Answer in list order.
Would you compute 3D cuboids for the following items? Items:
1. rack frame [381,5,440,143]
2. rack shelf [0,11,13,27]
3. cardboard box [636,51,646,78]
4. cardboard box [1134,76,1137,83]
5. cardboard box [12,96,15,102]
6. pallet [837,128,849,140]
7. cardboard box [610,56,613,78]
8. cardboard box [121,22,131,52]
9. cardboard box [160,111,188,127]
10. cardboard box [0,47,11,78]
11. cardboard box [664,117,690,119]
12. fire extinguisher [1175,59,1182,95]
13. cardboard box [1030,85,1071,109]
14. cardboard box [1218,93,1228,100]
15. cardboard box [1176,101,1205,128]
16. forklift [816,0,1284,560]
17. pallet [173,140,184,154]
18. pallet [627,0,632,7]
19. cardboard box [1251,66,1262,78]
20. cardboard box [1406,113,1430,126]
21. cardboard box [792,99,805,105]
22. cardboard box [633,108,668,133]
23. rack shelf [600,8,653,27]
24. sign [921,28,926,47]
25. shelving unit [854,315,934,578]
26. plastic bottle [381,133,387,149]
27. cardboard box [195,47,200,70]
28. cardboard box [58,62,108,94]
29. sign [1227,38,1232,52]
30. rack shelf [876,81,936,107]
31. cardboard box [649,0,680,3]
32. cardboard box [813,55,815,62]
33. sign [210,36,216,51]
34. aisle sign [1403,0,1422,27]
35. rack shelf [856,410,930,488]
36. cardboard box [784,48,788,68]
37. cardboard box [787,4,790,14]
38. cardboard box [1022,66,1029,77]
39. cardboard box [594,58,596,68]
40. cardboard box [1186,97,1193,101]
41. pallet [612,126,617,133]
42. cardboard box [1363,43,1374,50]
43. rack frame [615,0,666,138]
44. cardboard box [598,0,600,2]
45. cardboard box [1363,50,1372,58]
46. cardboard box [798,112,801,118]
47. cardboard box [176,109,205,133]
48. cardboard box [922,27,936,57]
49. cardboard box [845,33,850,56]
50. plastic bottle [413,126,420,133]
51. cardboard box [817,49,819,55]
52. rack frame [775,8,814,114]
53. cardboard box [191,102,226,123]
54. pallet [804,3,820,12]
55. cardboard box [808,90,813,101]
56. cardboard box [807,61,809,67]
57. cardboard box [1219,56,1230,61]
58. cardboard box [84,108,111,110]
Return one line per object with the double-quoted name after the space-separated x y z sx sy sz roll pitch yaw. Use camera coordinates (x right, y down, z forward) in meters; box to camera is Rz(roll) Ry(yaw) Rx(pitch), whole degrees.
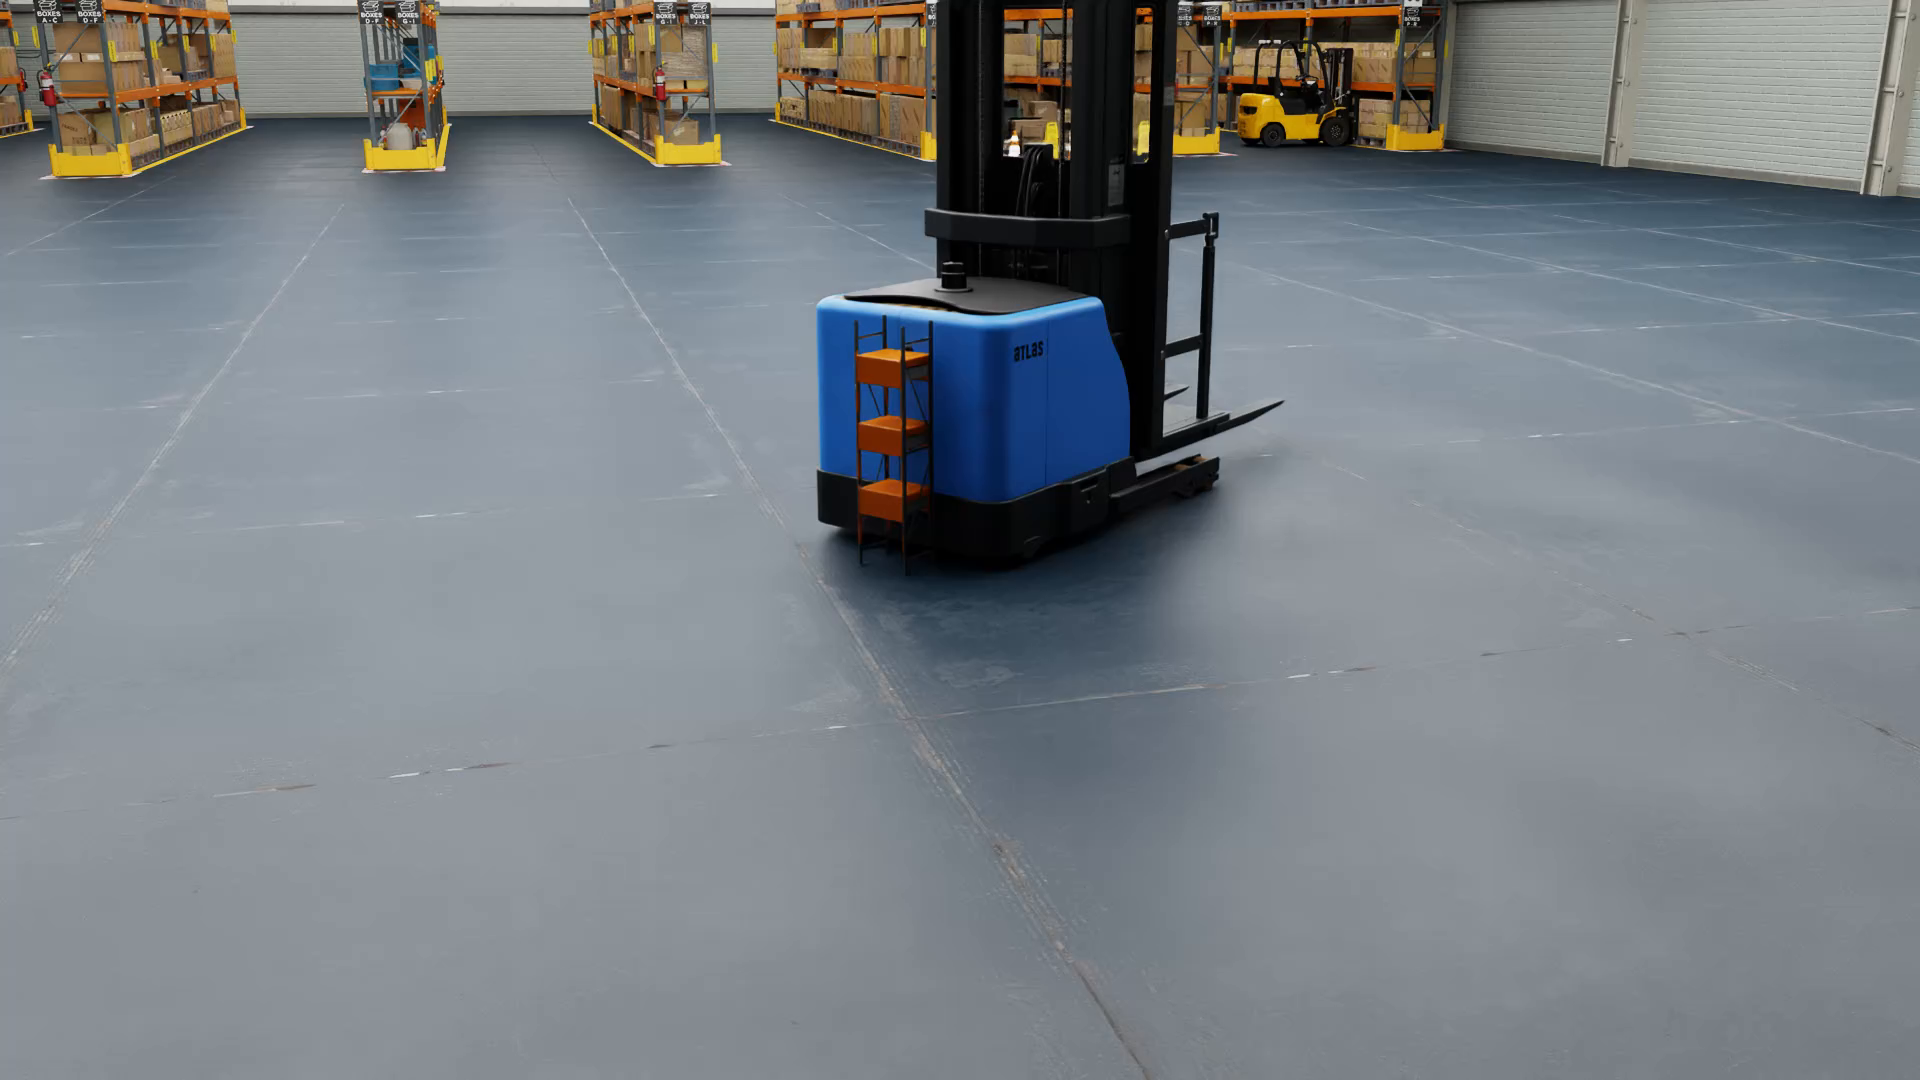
-11.908 -10.143 36.006 1.000 3.000 0.127 -5 17 -15 "rack frame"
-23.083 -12.112 38.595 1.077 0.370 4.000 -5 17 -15 "rack shelf"
-5.879 -9.348 32.668 0.875 0.500 0.500 -5 17 -15 "cardboard box"
3.699 -9.557 34.491 0.380 0.149 0.250 -5 17 -15 "cardboard box"
-23.133 -10.681 40.282 0.380 0.149 0.250 -5 17 -16 "cardboard box"
-2.205 -9.339 38.177 1.003 0.211 1.213 -5 17 -15 "pallet"
-7.936 -11.122 39.091 0.500 0.500 0.500 -4 17 -14 "cardboard box"
-15.167 -8.915 29.488 0.700 0.500 0.500 -5 17 -15 "cardboard box"
-16.142 -8.637 34.065 0.500 0.311 0.500 -5 17 -16 "cardboard box"
-23.272 -11.376 39.588 0.980 0.700 0.700 -5 17 -16 "cardboard box"
-5.564 -7.995 32.470 0.500 0.500 0.500 -6 18 -20 "cardboard box"
4.169 -9.000 32.335 0.296 0.674 0.183 -5 17 -15 "fire extinguisher"
2.273 -10.699 40.821 0.875 0.875 0.875 -5 17 -16 "cardboard box"
6.670 -11.216 42.065 0.380 0.149 0.250 -6 18 -18 "cardboard box"
4.618 -8.600 33.615 0.500 0.500 0.500 -5 18 -17 "cardboard box"
0.641 -1.684 7.962 1.130 2.935 3.031 12 21 35 "forklift"
-16.151 -7.850 33.217 1.003 0.211 1.213 -5 17 -15 "pallet"
-6.114 -10.954 33.818 1.213 0.211 1.003 -5 17 -15 "pallet"
7.323 -11.216 39.839 0.500 0.250 0.500 -5 18 -17 "cardboard box"
9.423 -8.769 34.611 0.500 0.250 0.500 -4 17 -14 "cardboard box"
-4.226 -11.559 43.910 0.380 0.149 0.250 -5 18 -17 "cardboard box"
-6.778 -9.212 36.486 0.700 0.500 0.500 -6 18 -20 "cardboard box"
-7.695 -12.180 38.823 1.077 0.370 4.000 -5 17 -15 "rack shelf"
-0.676 -9.315 30.824 0.100 0.325 0.005 -5 17 -15 "sign"
-0.271 -0.390 6.926 0.252 1.050 0.215 12 21 35 "shelving unit"
-10.679 -7.382 30.782 0.152 0.276 0.135 -5 17 -15 "plastic bottle"
-17.226 -10.624 36.703 0.700 0.500 0.500 -10 19 -29 "cardboard box"
-14.589 -7.718 27.757 0.700 0.500 0.500 -5 17 -15 "cardboard box"
6.635 -12.183 40.921 0.100 0.325 0.005 -5 17 -15 "sign"
-0.700 -8.895 33.100 1.077 0.370 4.000 -5 17 -15 "rack shelf"
-5.324 -9.800 29.910 0.500 0.250 0.500 -4 17 -14 "cardboard box"
-3.351 -11.651 40.215 0.380 0.149 0.250 -5 17 -16 "cardboard box"
-17.238 -11.458 38.372 0.100 0.325 0.005 -5 17 -15 "sign"
9.088 -10.703 33.349 0.394 0.787 0.004 -5 17 -15 "aisle sign"
-0.271 -0.380 6.929 0.240 0.259 0.215 12 21 35 "rack shelf"
-4.396 -12.874 44.405 0.500 0.500 0.500 -4 17 -15 "cardboard box"
-4.244 -13.901 43.563 0.500 0.250 0.500 -5 17 -16 "cardboard box"
1.838 -11.506 40.803 0.500 0.250 0.500 -4 17 -14 "cardboard box"
-9.323 -12.521 43.665 0.500 0.250 0.500 -5 17 -16 "cardboard box"
6.260 -11.386 43.757 0.500 0.500 0.500 -5 17 -17 "cardboard box"
-7.961 -10.098 40.703 1.003 0.211 1.213 -5 17 -15 "pallet"
8.681 -10.356 34.897 0.380 0.149 0.250 -4 17 -14 "cardboard box"
-7.146 -10.535 37.309 1.000 3.000 0.127 -5 17 -15 "rack frame"
-8.923 -14.037 42.677 0.700 0.500 0.500 -6 18 -19 "cardboard box"
8.701 -10.216 34.946 0.380 0.149 0.250 -5 18 -17 "cardboard box"
-4.009 -11.069 43.314 0.380 0.149 0.250 -5 18 -17 "cardboard box"
-16.671 -9.059 35.977 0.500 0.500 0.500 -5 18 -17 "cardboard box"
-0.215 -9.381 31.330 0.875 0.550 0.550 -5 17 -15 "cardboard box"
-2.235 -11.301 37.947 0.700 0.500 0.500 -5 17 -16 "cardboard box"
-10.493 -7.812 32.085 0.144 0.351 0.185 -5 17 -15 "plastic bottle"
-3.201 -11.647 39.684 0.380 0.149 0.250 -5 17 -15 "cardboard box"
-4.548 -13.112 45.888 1.000 3.000 0.127 -5 17 -15 "rack frame"
-18.292 -10.393 40.413 0.797 0.503 0.637 -5 17 -15 "cardboard box"
-3.093 -12.886 40.250 1.213 0.211 1.003 -5 17 -15 "pallet"
-3.499 -11.143 41.646 0.500 0.250 0.500 -5 18 -18 "cardboard box"
-3.568 -11.726 40.981 0.380 0.149 0.250 -5 17 -15 "cardboard box"
6.553 -12.107 42.075 0.500 0.250 0.500 -6 18 -18 "cardboard box"
-15.601 -7.599 30.281 0.500 0.500 0.500 -5 17 -15 "cardboard box"
